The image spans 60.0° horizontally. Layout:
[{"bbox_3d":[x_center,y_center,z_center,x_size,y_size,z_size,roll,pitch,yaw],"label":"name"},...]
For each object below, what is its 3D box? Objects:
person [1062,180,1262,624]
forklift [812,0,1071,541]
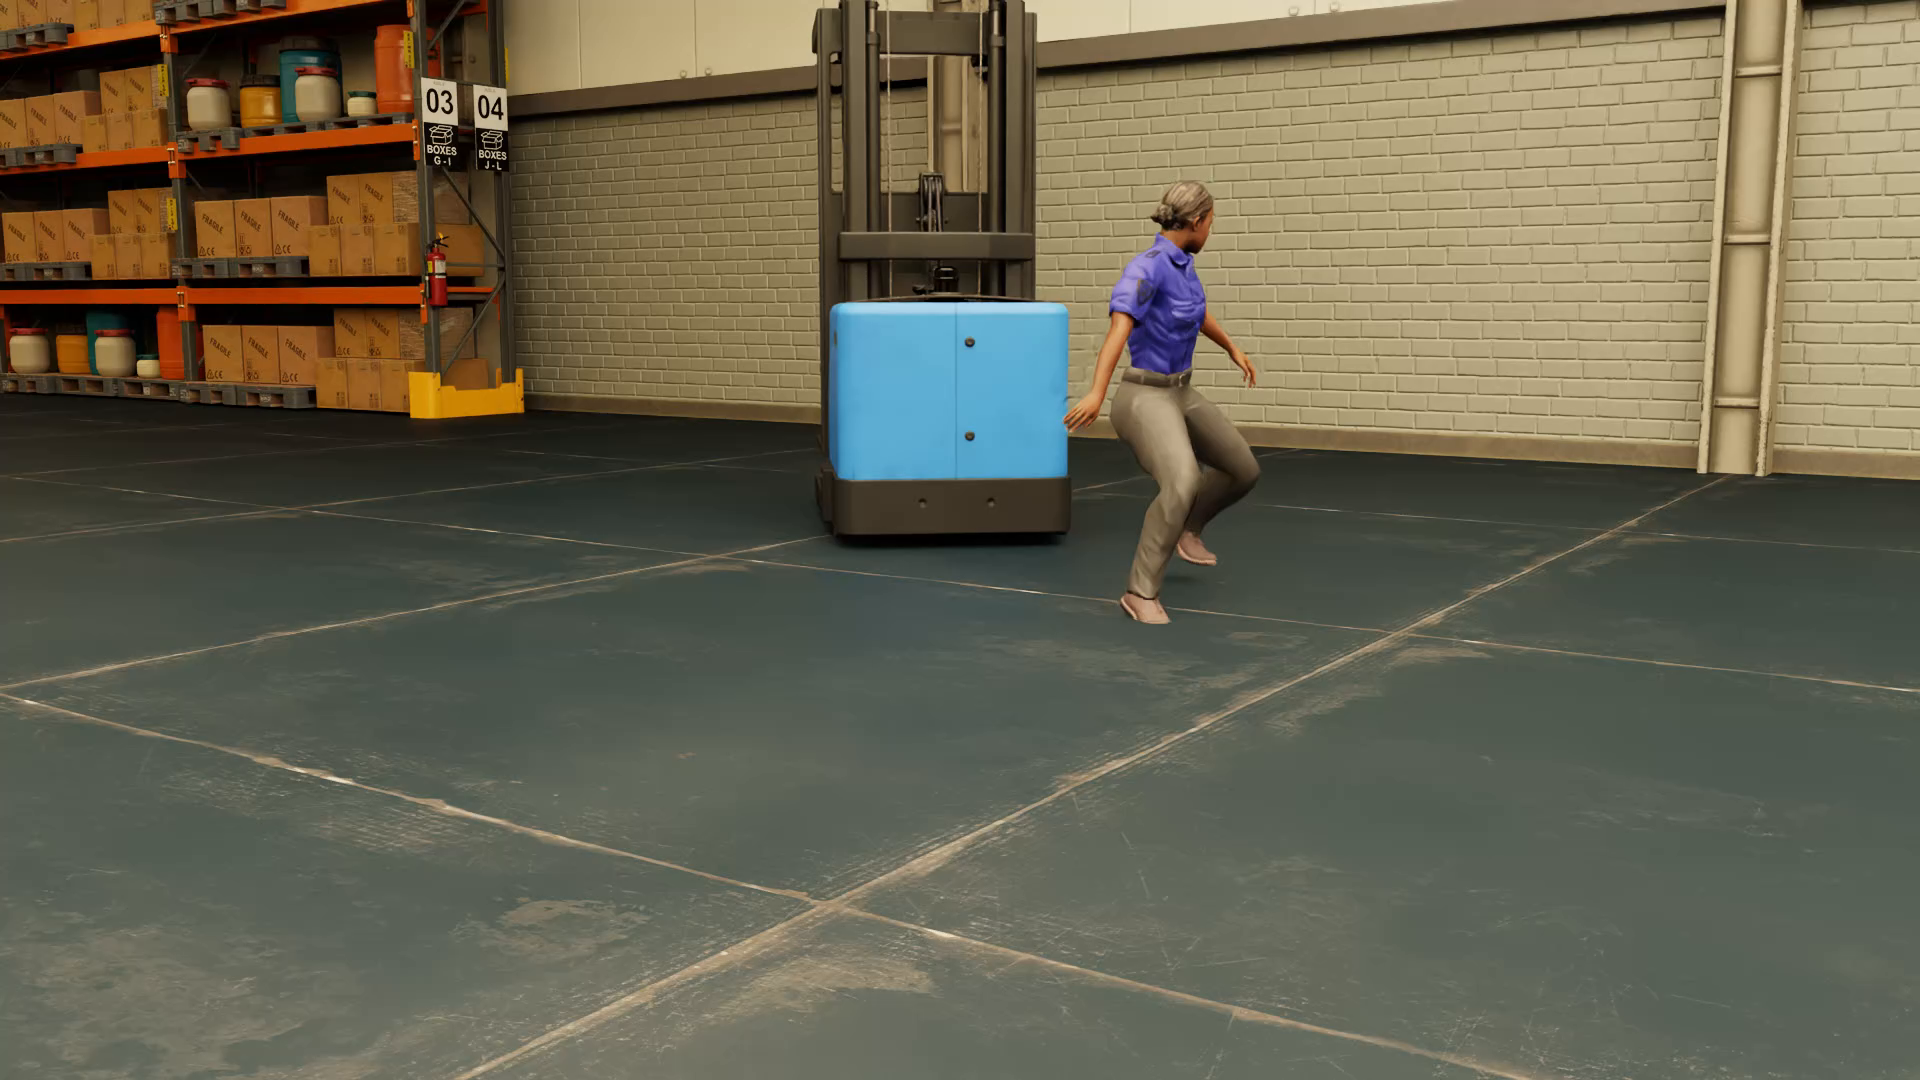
[{"bbox_3d":[0.724,-0.481,5.885,0.480,1.555,1.079,5,10,32],"label":"person"},{"bbox_3d":[-0.194,-1.620,8.585,1.130,2.935,3.031,-1,8,-7],"label":"forklift"}]
